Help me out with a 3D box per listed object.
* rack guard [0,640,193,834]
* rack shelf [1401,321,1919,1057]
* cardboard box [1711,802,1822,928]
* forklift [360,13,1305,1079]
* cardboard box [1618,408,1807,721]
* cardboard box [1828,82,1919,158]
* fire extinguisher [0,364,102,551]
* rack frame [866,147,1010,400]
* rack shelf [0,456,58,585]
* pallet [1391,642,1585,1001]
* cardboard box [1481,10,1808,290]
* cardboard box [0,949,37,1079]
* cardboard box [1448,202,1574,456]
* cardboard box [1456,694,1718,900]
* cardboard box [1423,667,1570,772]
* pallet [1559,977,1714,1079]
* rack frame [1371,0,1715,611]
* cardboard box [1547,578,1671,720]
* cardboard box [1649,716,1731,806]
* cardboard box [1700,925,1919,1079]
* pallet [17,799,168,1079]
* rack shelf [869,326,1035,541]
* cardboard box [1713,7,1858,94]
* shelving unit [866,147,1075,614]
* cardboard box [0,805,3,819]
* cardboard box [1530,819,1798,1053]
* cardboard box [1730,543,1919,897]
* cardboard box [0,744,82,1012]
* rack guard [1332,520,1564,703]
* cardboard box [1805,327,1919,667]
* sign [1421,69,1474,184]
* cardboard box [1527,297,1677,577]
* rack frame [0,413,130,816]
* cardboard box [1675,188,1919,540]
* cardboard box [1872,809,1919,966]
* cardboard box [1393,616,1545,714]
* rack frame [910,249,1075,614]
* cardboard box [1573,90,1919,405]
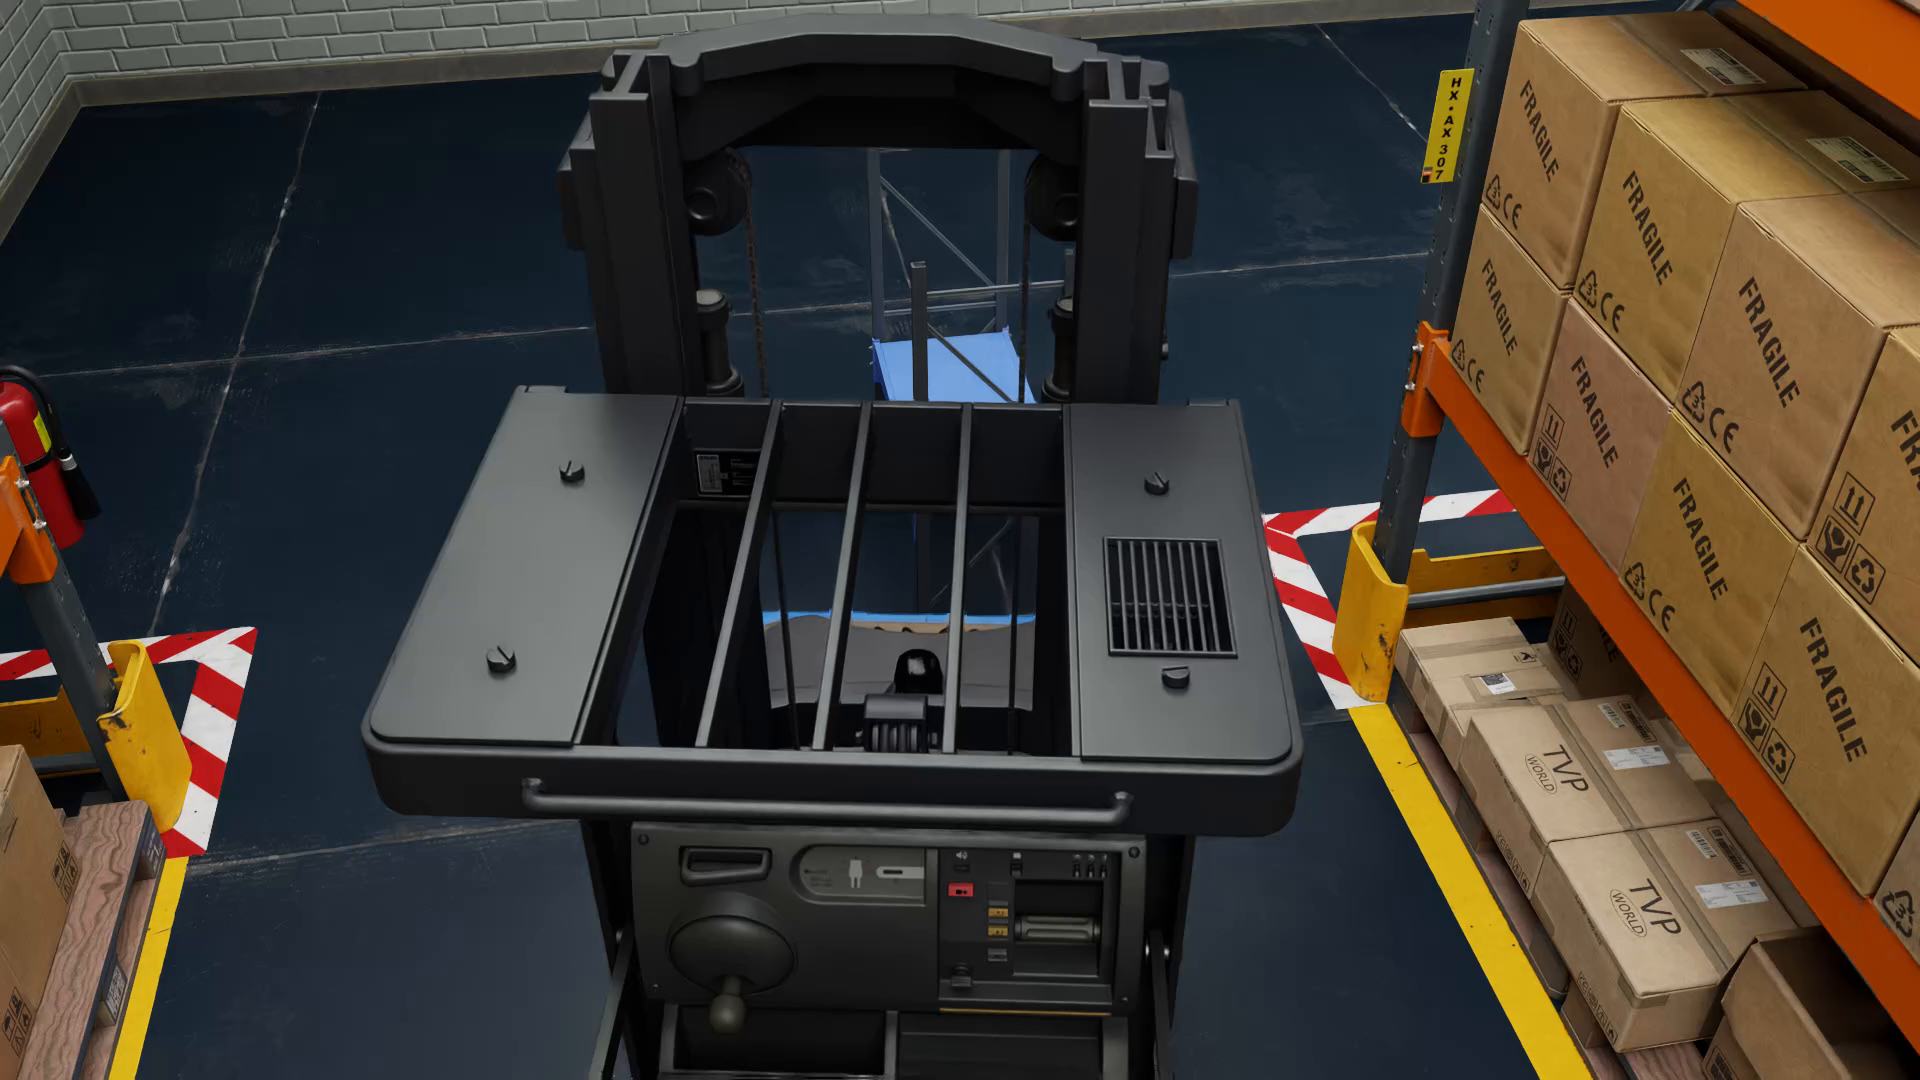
[{"bbox_3d":[-3.009,0.660,4.992,1.175,0.500,0.348,-6,38,-8],"label":"rack guard"},{"bbox_3d":[2.222,0.645,3.561,1.077,0.370,4.000,-6,38,-8],"label":"rack shelf"},{"bbox_3d":[2.346,0.944,4.473,0.500,0.250,0.500,-6,38,-8],"label":"cardboard box"},{"bbox_3d":[-0.136,0.777,2.861,1.130,2.935,3.031,1,38,2],"label":"forklift"},{"bbox_3d":[1.870,0.024,3.692,0.500,0.500,0.500,-6,38,-8],"label":"cardboard box"},{"bbox_3d":[2.310,-0.737,3.858,0.500,0.500,0.500,-5,38,-7],"label":"cardboard box"},{"bbox_3d":[-2.577,-0.275,4.526,0.296,0.674,0.183,-6,38,-8],"label":"fire extinguisher"},{"bbox_3d":[-0.074,-0.848,6.119,0.500,1.500,0.032,-6,38,-8],"label":"rack frame"},{"bbox_3d":[-2.654,1.180,2.873,1.077,0.370,4.000,-6,38,-8],"label":"rack shelf"},{"bbox_3d":[2.025,0.781,5.072,1.003,0.211,1.213,-6,38,-8],"label":"pallet"},{"bbox_3d":[1.690,-0.985,4.177,0.500,0.500,0.500,-5,38,-7],"label":"cardboard box"},{"bbox_3d":[-2.696,1.223,3.926,0.700,0.500,0.500,-6,38,-8],"label":"cardboard box"},{"bbox_3d":[1.690,-0.590,4.483,0.500,0.500,0.500,-5,38,-7],"label":"cardboard box"},{"bbox_3d":[1.775,0.726,4.753,0.500,0.250,0.500,-6,38,-8],"label":"cardboard box"},{"bbox_3d":[1.650,0.539,5.062,0.380,0.166,0.250,-6,38,-8],"label":"cardboard box"},{"bbox_3d":[2.236,1.517,4.126,1.003,0.211,1.213,-6,38,-8],"label":"pallet"},{"bbox_3d":[1.871,-0.847,4.896,1.000,3.000,0.127,-6,38,-8],"label":"rack frame"},{"bbox_3d":[2.209,0.268,5.139,0.500,0.500,0.500,-6,38,-8],"label":"cardboard box"},{"bbox_3d":[2.192,0.654,4.914,0.380,0.166,0.250,-6,38,-8],"label":"cardboard box"},{"bbox_3d":[2.238,1.247,3.877,0.797,0.503,0.637,-6,38,-8],"label":"cardboard box"},{"bbox_3d":[-2.788,1.264,4.452,1.003,0.211,1.213,-6,38,-8],"label":"pallet"},{"bbox_3d":[0.015,-0.399,5.834,0.538,0.185,1.000,-6,38,-8],"label":"rack shelf"},{"bbox_3d":[2.220,-1.042,4.250,0.500,0.500,0.500,-7,38,-8],"label":"cardboard box"},{"bbox_3d":[0.015,-0.541,5.724,0.538,1.500,1.048,-6,38,-8],"label":"shelving unit"},{"bbox_3d":[-2.582,0.723,4.041,0.380,0.149,0.250,-7,38,-8],"label":"cardboard box"},{"bbox_3d":[1.863,1.028,4.365,0.500,0.250,0.500,-6,38,-8],"label":"cardboard box"},{"bbox_3d":[1.956,0.326,3.304,0.500,0.500,0.500,-6,38,-7],"label":"cardboard box"},{"bbox_3d":[-2.784,0.921,4.315,0.700,0.500,0.500,-6,38,-8],"label":"cardboard box"},{"bbox_3d":[1.885,0.186,5.603,1.175,0.500,0.348,-6,38,-8],"label":"rack guard"},{"bbox_3d":[1.962,-0.061,2.987,0.500,0.500,0.500,-7,38,-8],"label":"cardboard box"},{"bbox_3d":[1.337,-1.131,4.555,0.100,0.325,0.005,-6,38,-8],"label":"sign"},{"bbox_3d":[1.785,-0.279,4.083,0.500,0.500,0.500,-7,38,-8],"label":"cardboard box"},{"bbox_3d":[-3.005,-0.312,4.207,1.000,3.000,0.127,-6,38,-8],"label":"rack frame"},{"bbox_3d":[1.872,-0.368,3.382,0.500,0.500,0.500,-6,38,-7],"label":"cardboard box"},{"bbox_3d":[2.048,0.634,2.908,0.500,0.500,0.500,-5,38,-7],"label":"cardboard box"},{"bbox_3d":[1.606,0.395,5.262,0.380,0.149,0.250,-6,38,-8],"label":"cardboard box"},{"bbox_3d":[0.104,-0.234,5.328,0.500,1.500,0.032,-6,38,-8],"label":"rack frame"},{"bbox_3d":[1.789,-0.670,3.771,0.500,0.500,0.500,-6,38,-7],"label":"cardboard box"}]
